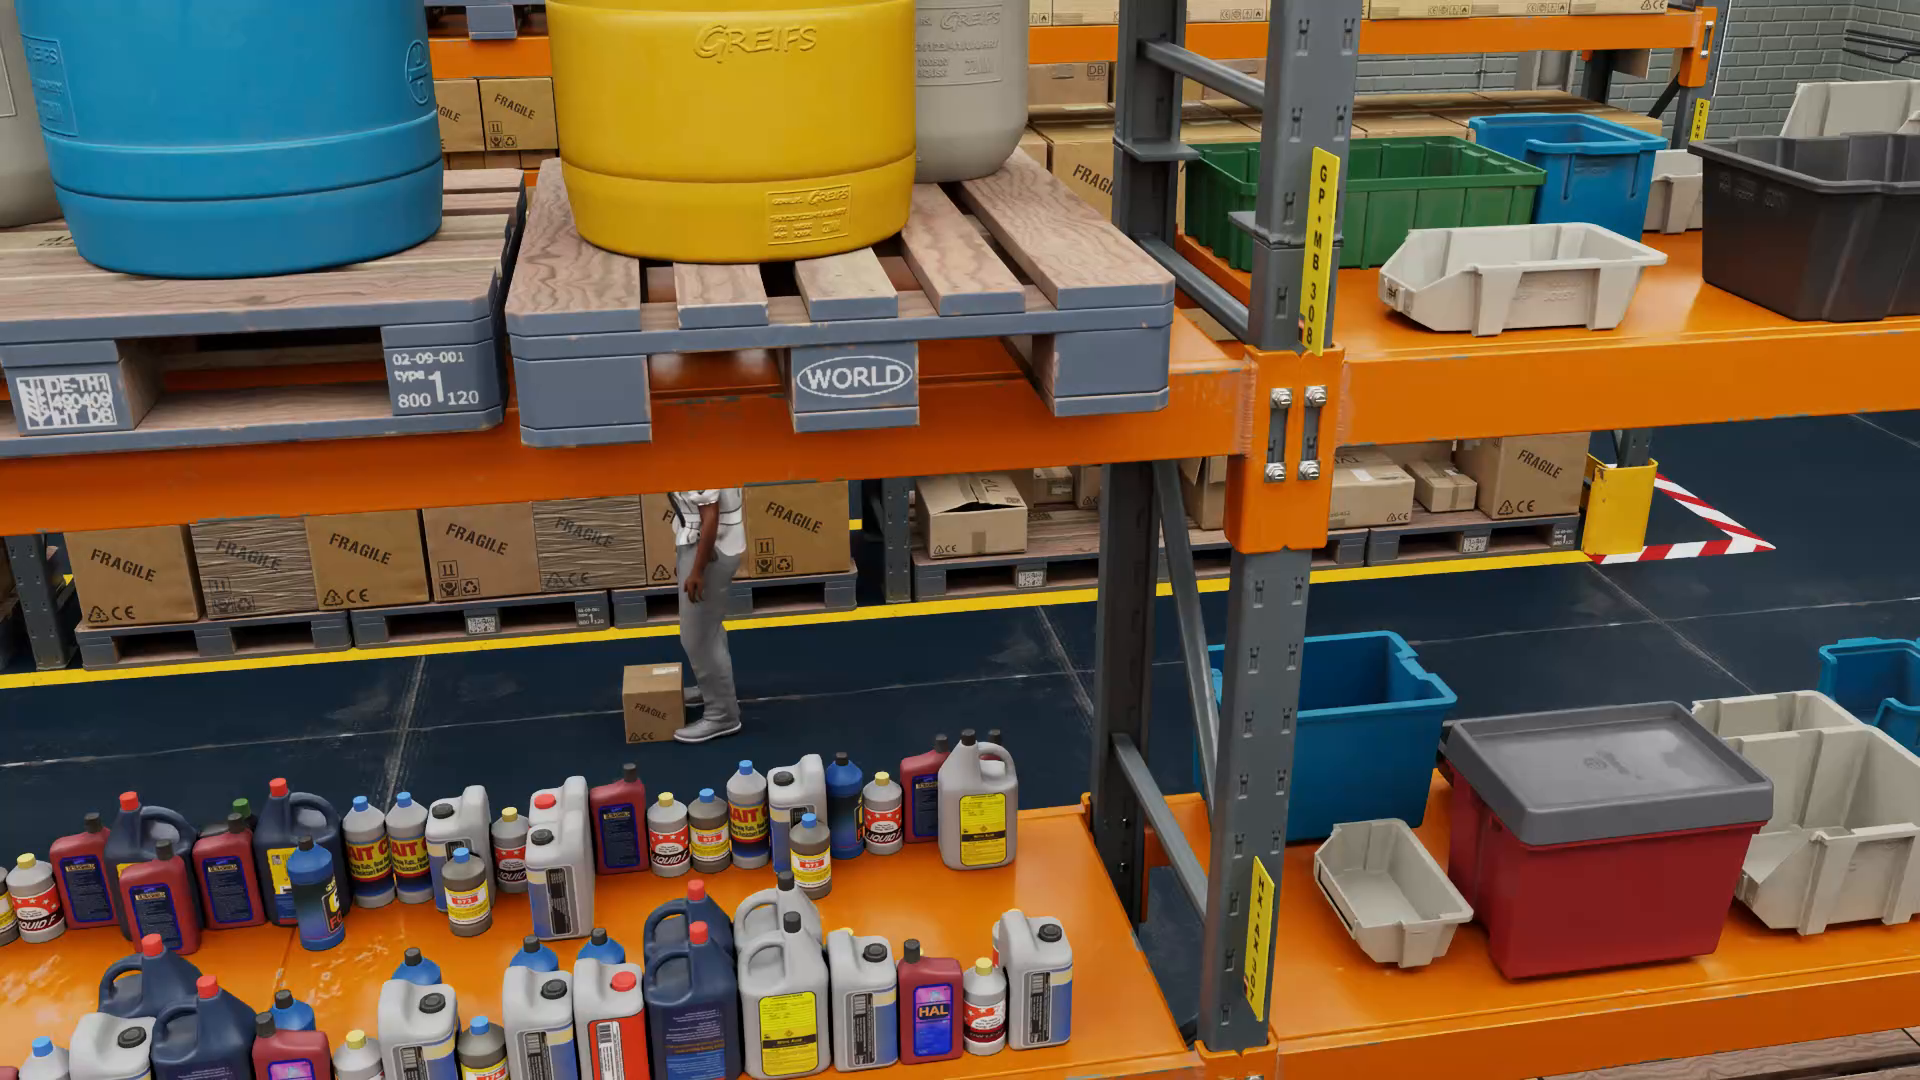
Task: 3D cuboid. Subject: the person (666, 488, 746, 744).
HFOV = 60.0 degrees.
[{"bbox_3d":[-1.101,0.040,7.001,0.391,1.663,0.530,-5,24,-12],"label":"person"}]
